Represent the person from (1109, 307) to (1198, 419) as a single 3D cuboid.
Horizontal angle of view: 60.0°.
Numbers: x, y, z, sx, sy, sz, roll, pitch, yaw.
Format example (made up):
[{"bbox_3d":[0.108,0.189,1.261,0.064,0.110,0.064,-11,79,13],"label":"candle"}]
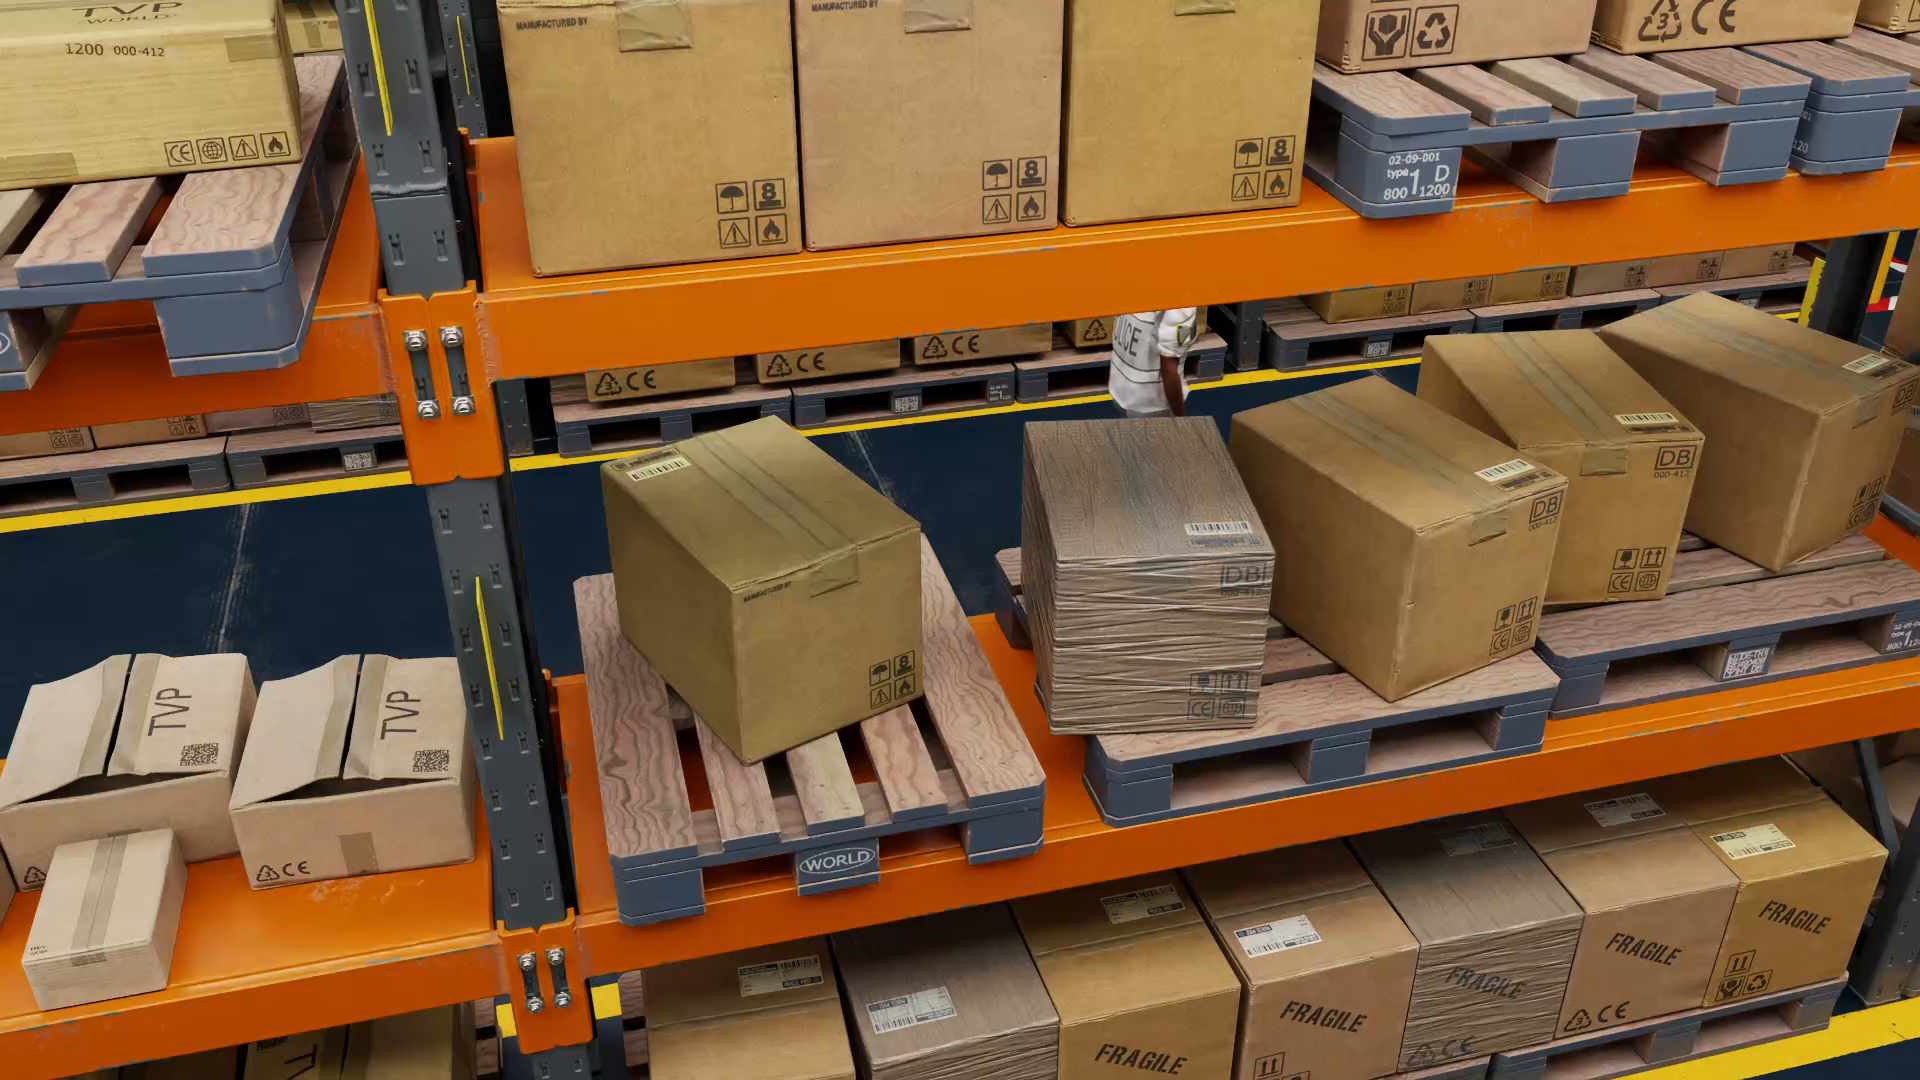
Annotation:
[{"bbox_3d":[0.853,-0.594,7.143,0.397,1.658,0.509,-8,31,-13],"label":"person"}]
